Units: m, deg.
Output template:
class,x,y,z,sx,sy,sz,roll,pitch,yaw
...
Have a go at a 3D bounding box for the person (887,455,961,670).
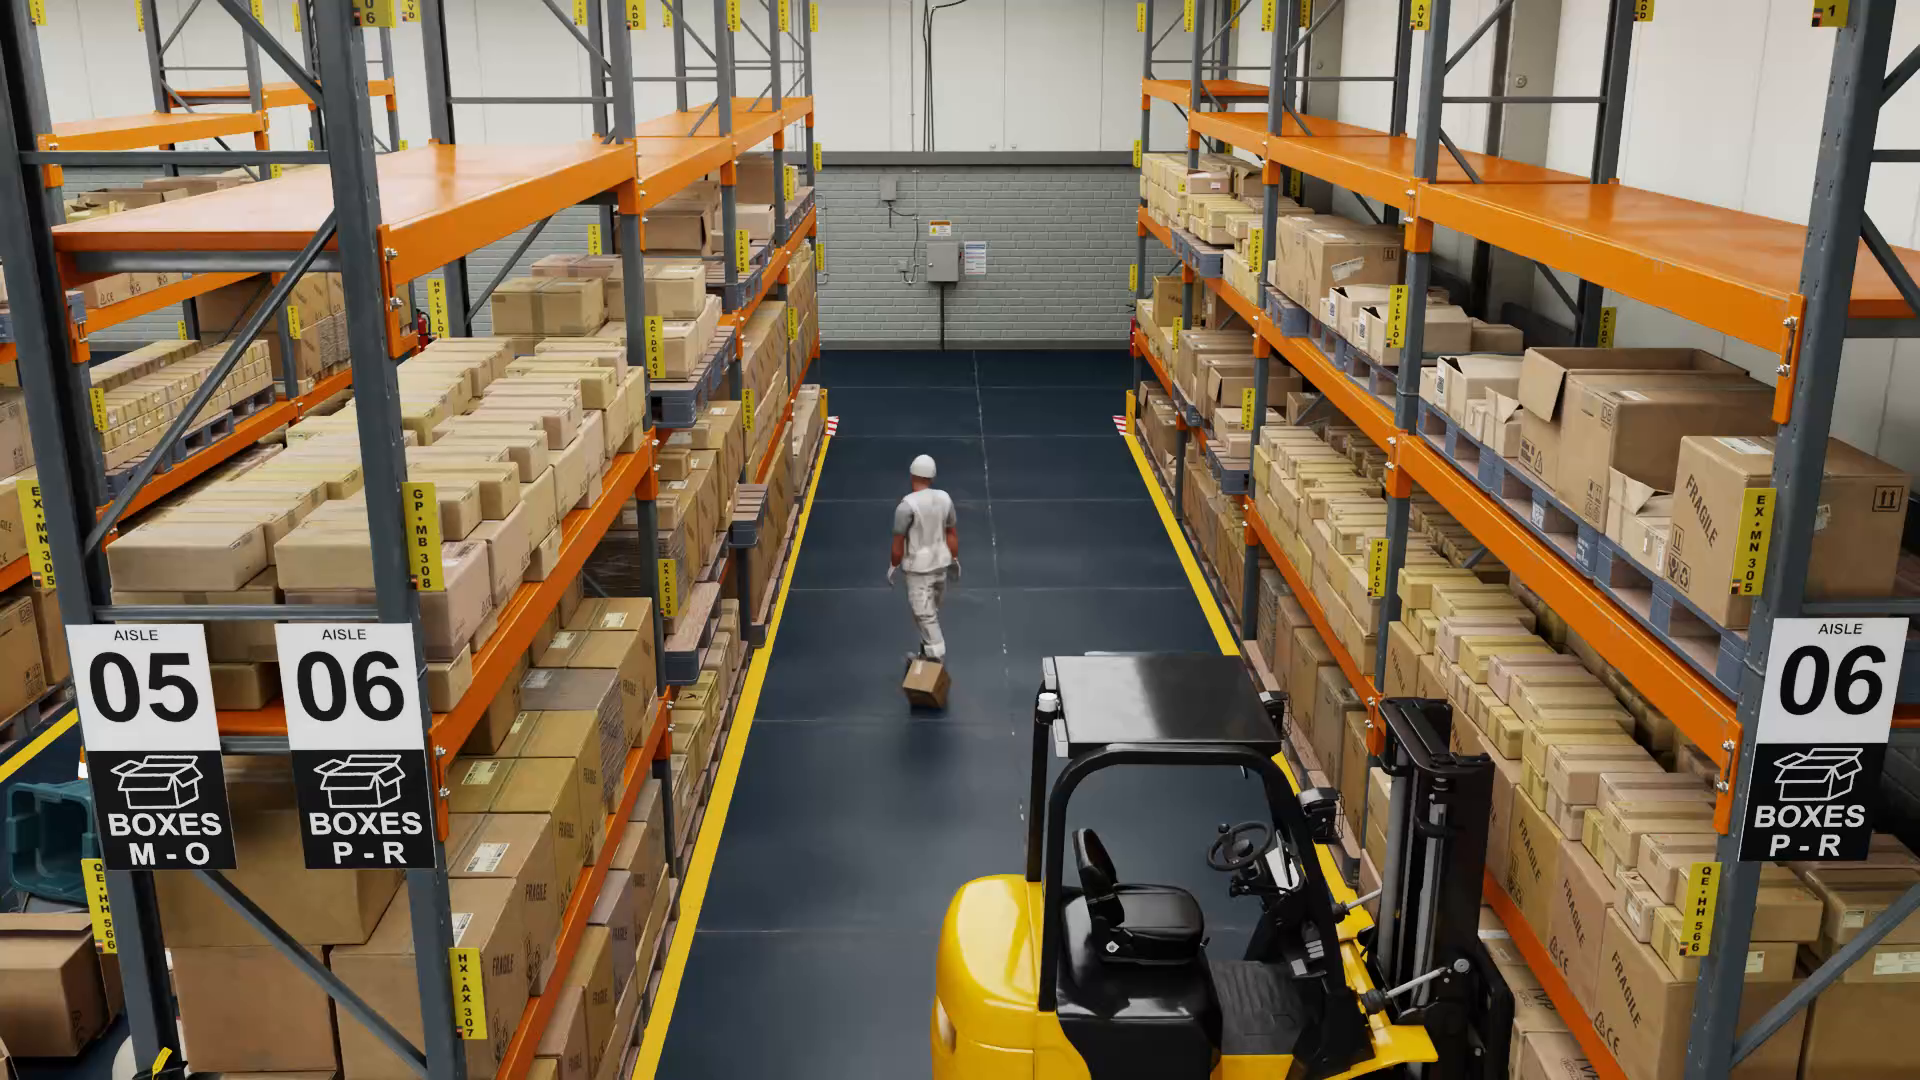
class,x,y,z,sx,sy,sz,roll,pitch,yaw
person,-0.271,0.217,12.733,0.654,1.783,0.615,16,23,42
